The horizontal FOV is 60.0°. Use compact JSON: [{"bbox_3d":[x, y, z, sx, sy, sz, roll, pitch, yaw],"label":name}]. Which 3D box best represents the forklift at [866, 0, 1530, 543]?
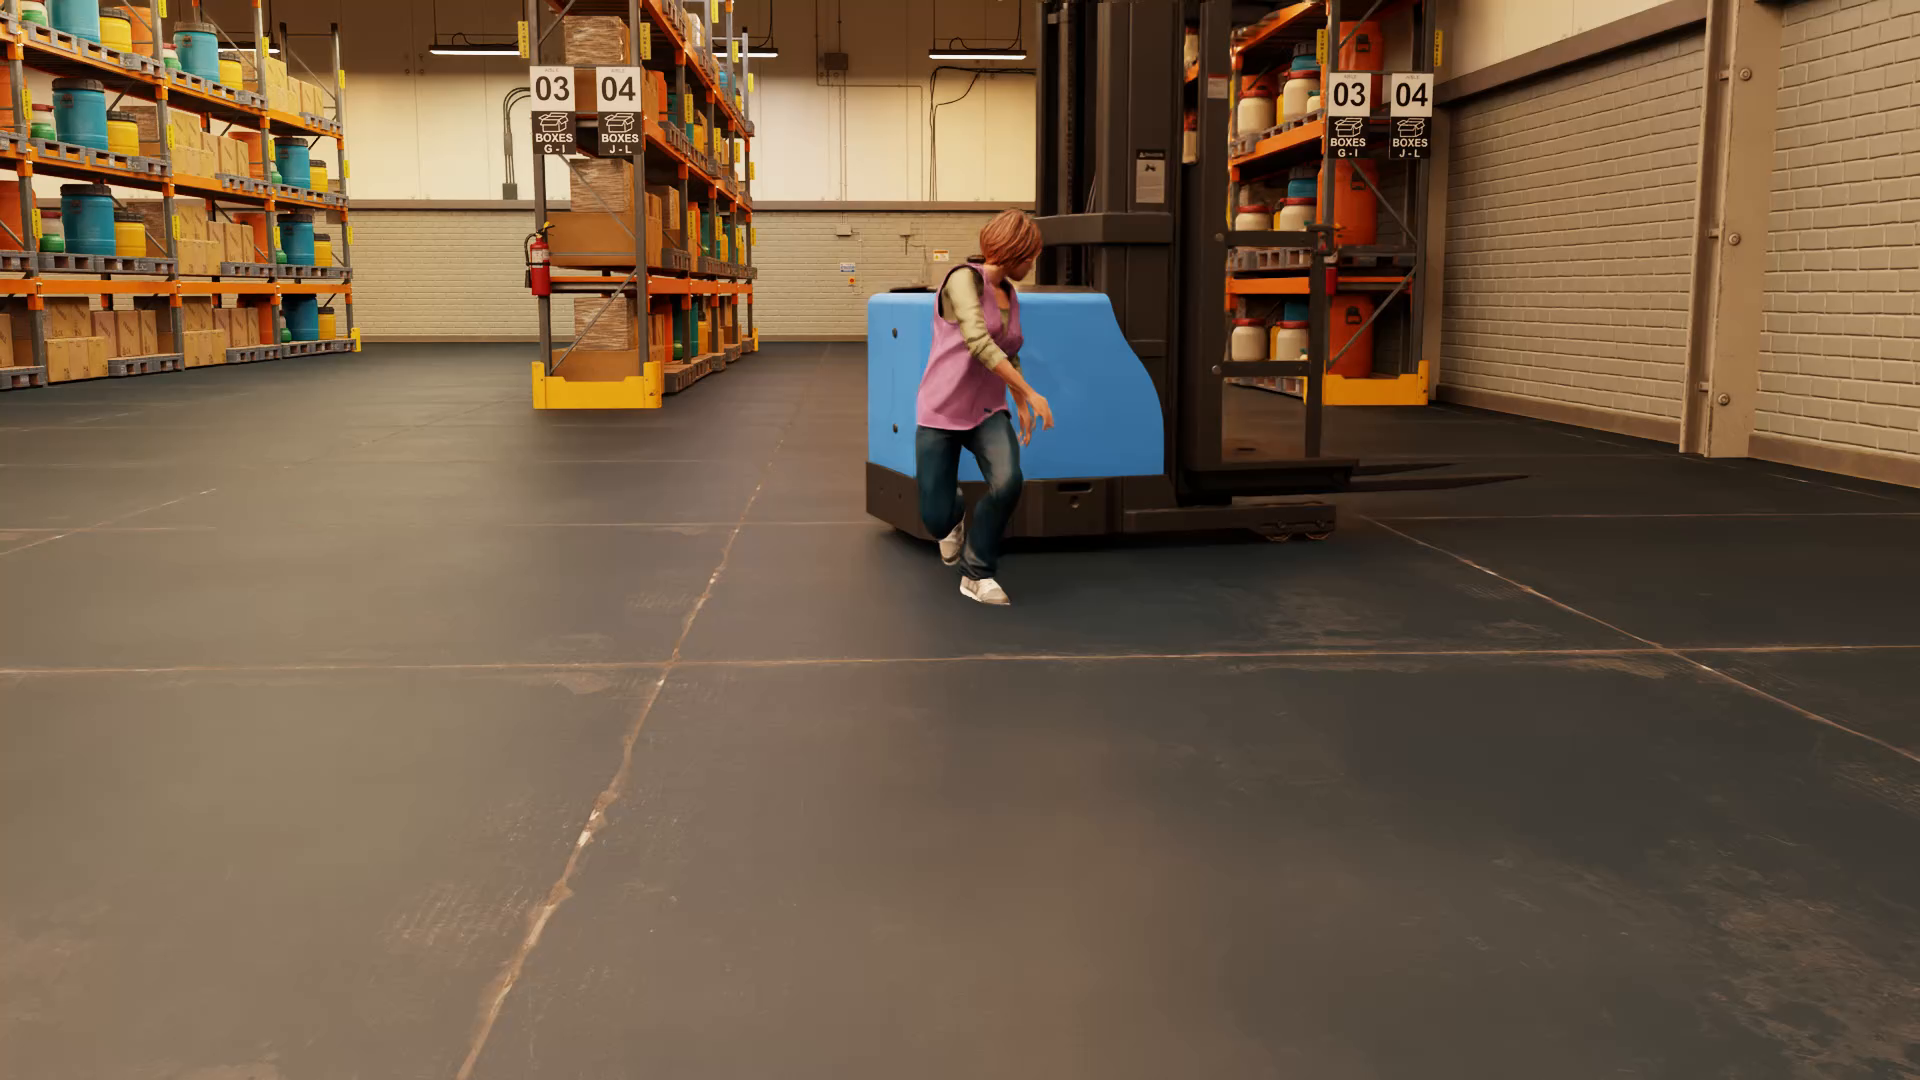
[{"bbox_3d":[1.142,-1.511,7.508,3.031,2.935,1.130,-3,9,-17],"label":"forklift"}]

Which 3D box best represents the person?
[{"bbox_3d":[0.090,-0.466,5.952,0.539,1.371,0.811,-4,9,-24],"label":"person"}]
